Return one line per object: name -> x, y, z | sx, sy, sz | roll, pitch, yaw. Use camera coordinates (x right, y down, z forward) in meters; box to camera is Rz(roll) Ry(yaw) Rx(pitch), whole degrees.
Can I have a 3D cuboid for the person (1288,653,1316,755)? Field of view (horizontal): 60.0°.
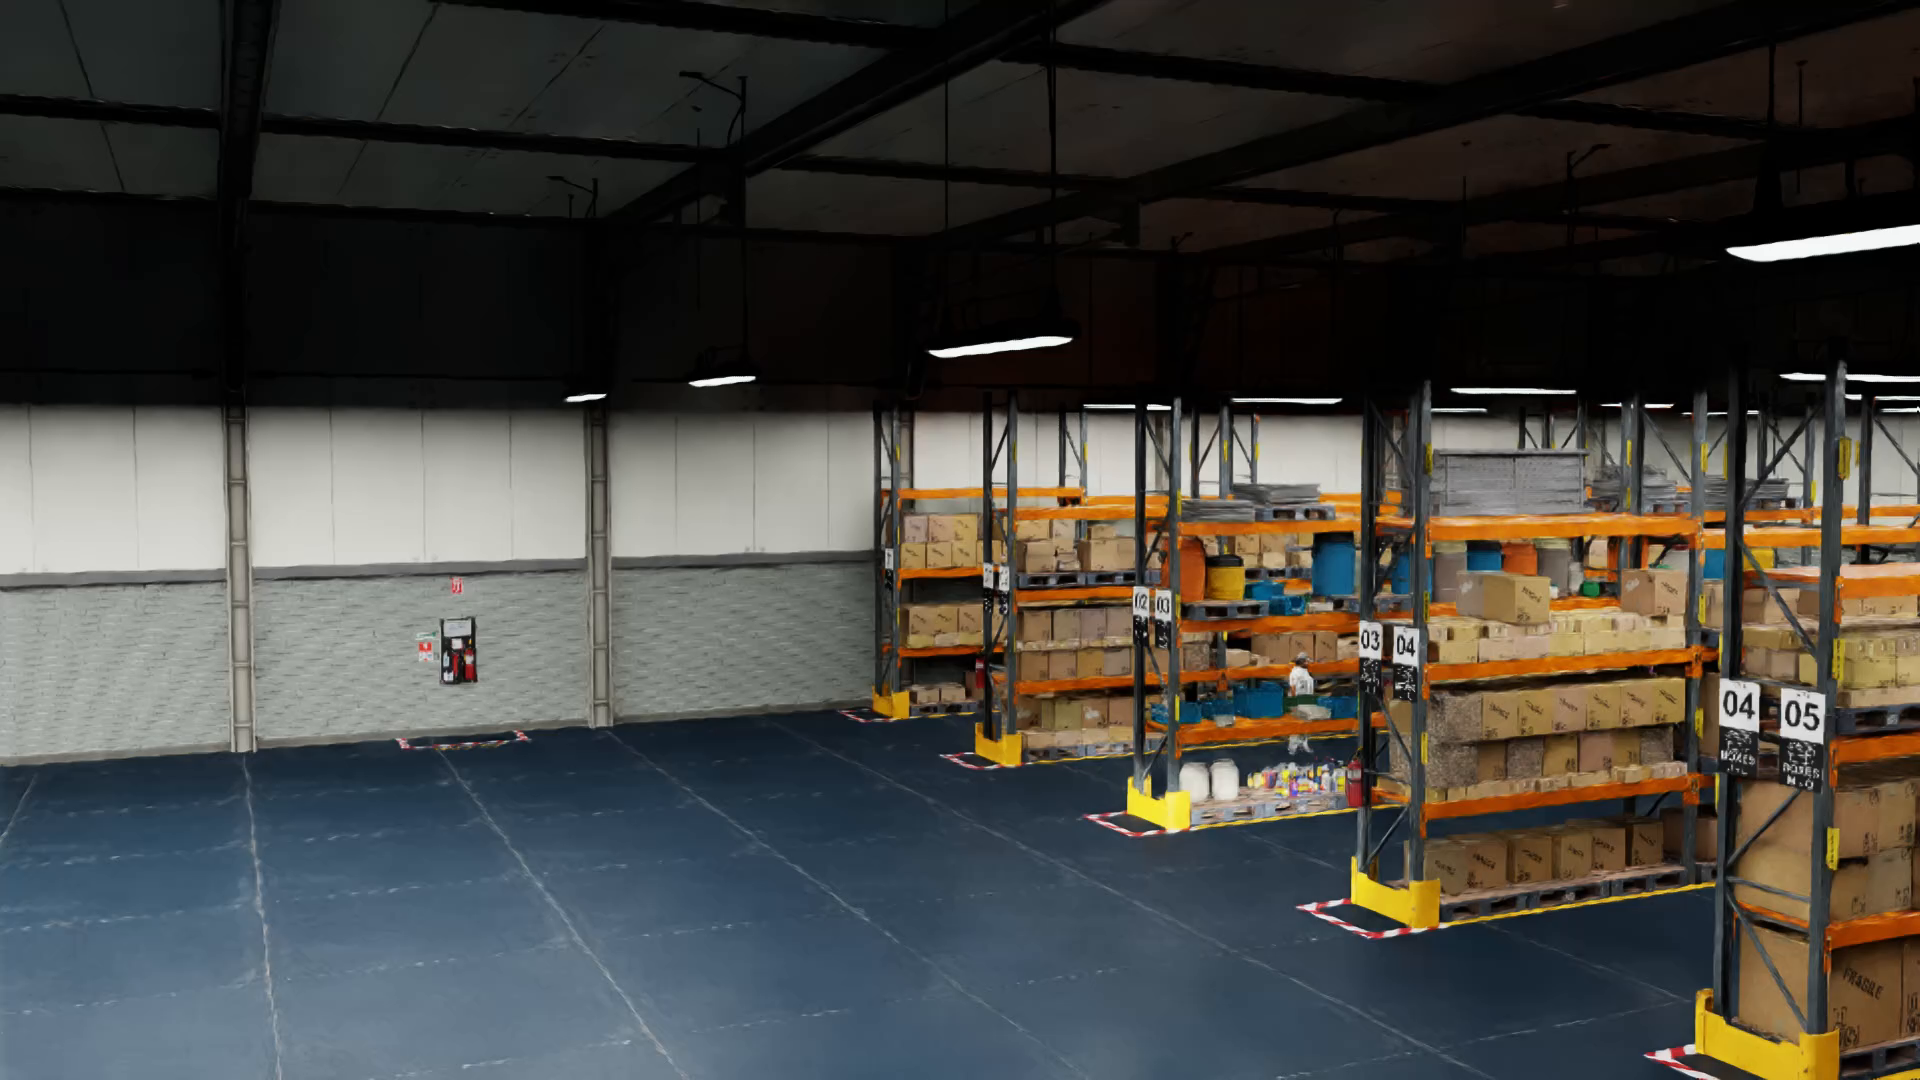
person -> 5.694, 2.744, 27.806 | 0.402, 1.732, 0.559 | 3, 4, 39
